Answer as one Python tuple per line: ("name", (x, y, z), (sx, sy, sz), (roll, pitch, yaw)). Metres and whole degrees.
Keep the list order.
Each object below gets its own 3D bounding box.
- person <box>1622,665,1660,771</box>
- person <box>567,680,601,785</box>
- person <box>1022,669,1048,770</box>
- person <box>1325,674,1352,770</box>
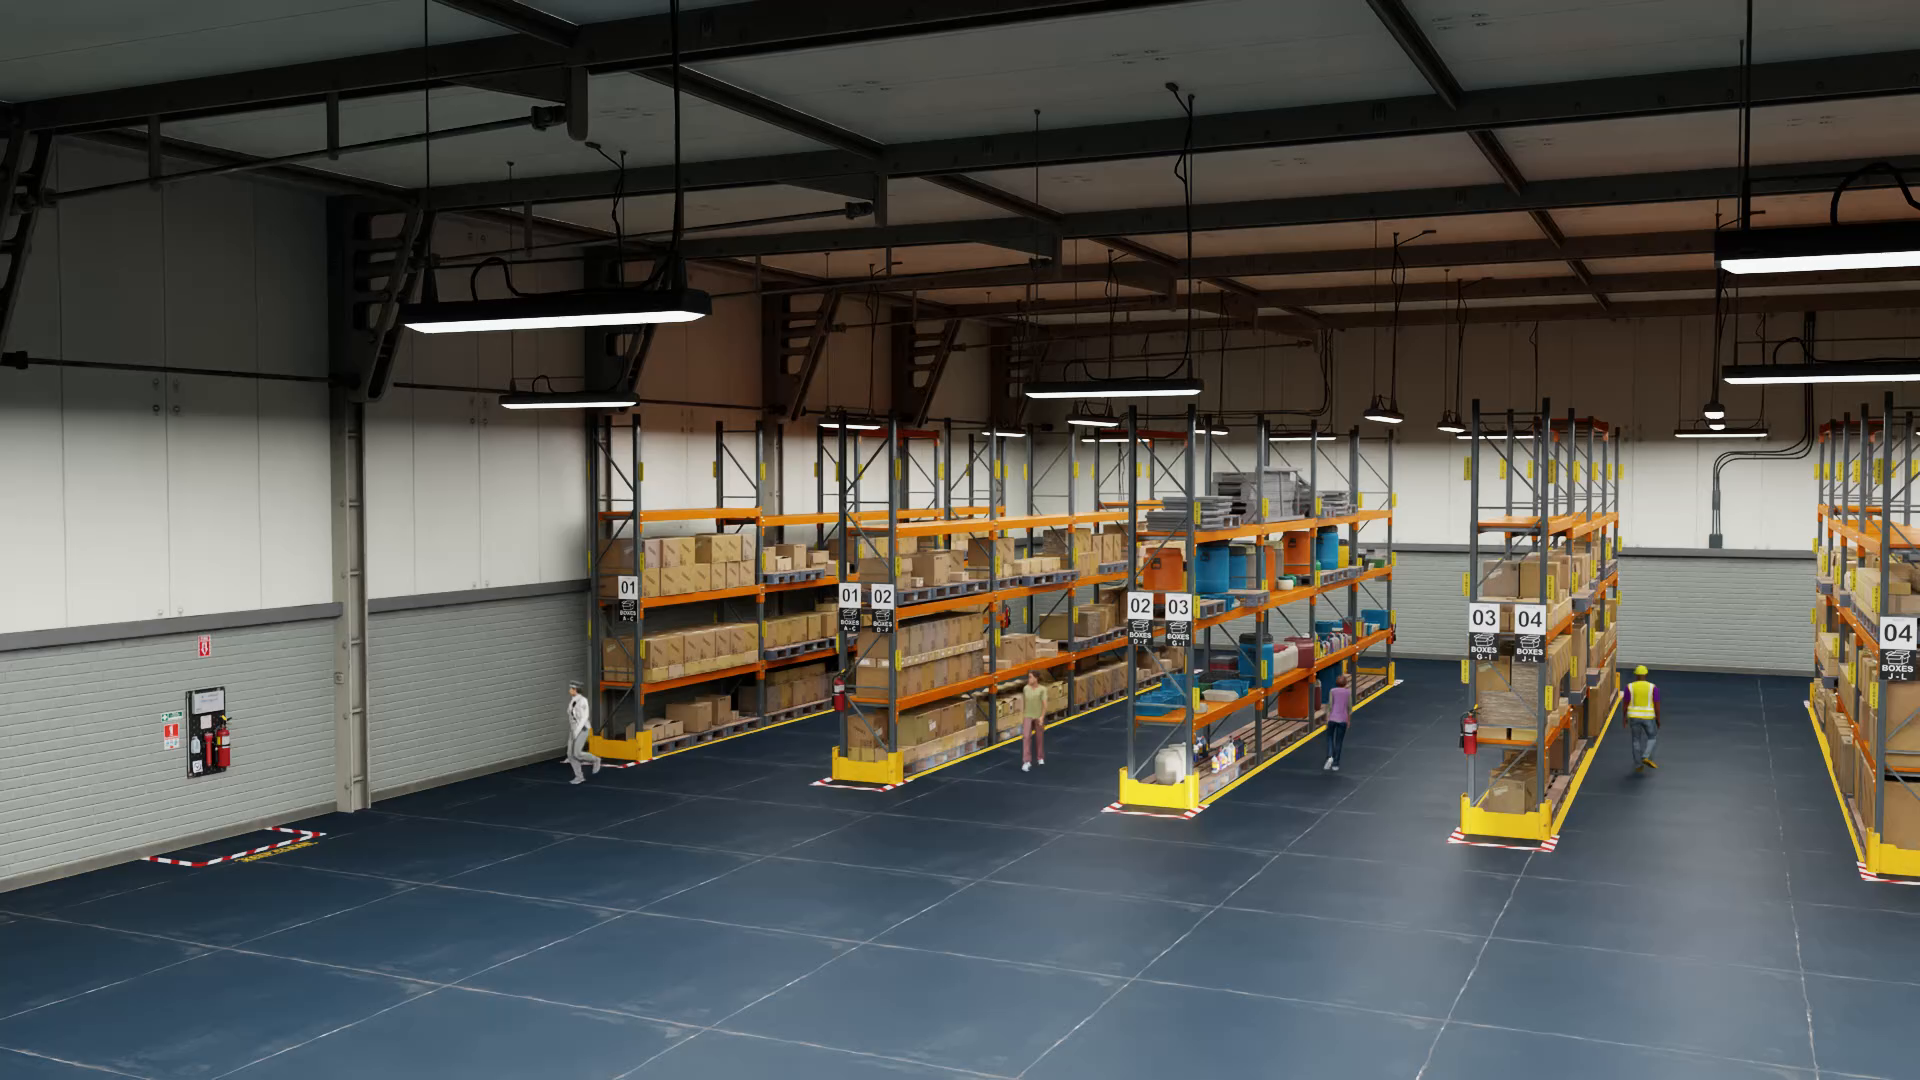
("person", (11.372, 2.982, 27.765), (0.589, 1.764, 0.518), (1, 3, 29))
("person", (-6.086, 3.084, 26.827), (0.569, 1.648, 0.549), (-2, 3, -37))
("person", (1.243, 3.004, 28.042), (0.465, 1.639, 0.886), (1, 2, 16))
("person", (6.323, 3.050, 27.778), (0.429, 1.604, 0.447), (1, 2, 20))
